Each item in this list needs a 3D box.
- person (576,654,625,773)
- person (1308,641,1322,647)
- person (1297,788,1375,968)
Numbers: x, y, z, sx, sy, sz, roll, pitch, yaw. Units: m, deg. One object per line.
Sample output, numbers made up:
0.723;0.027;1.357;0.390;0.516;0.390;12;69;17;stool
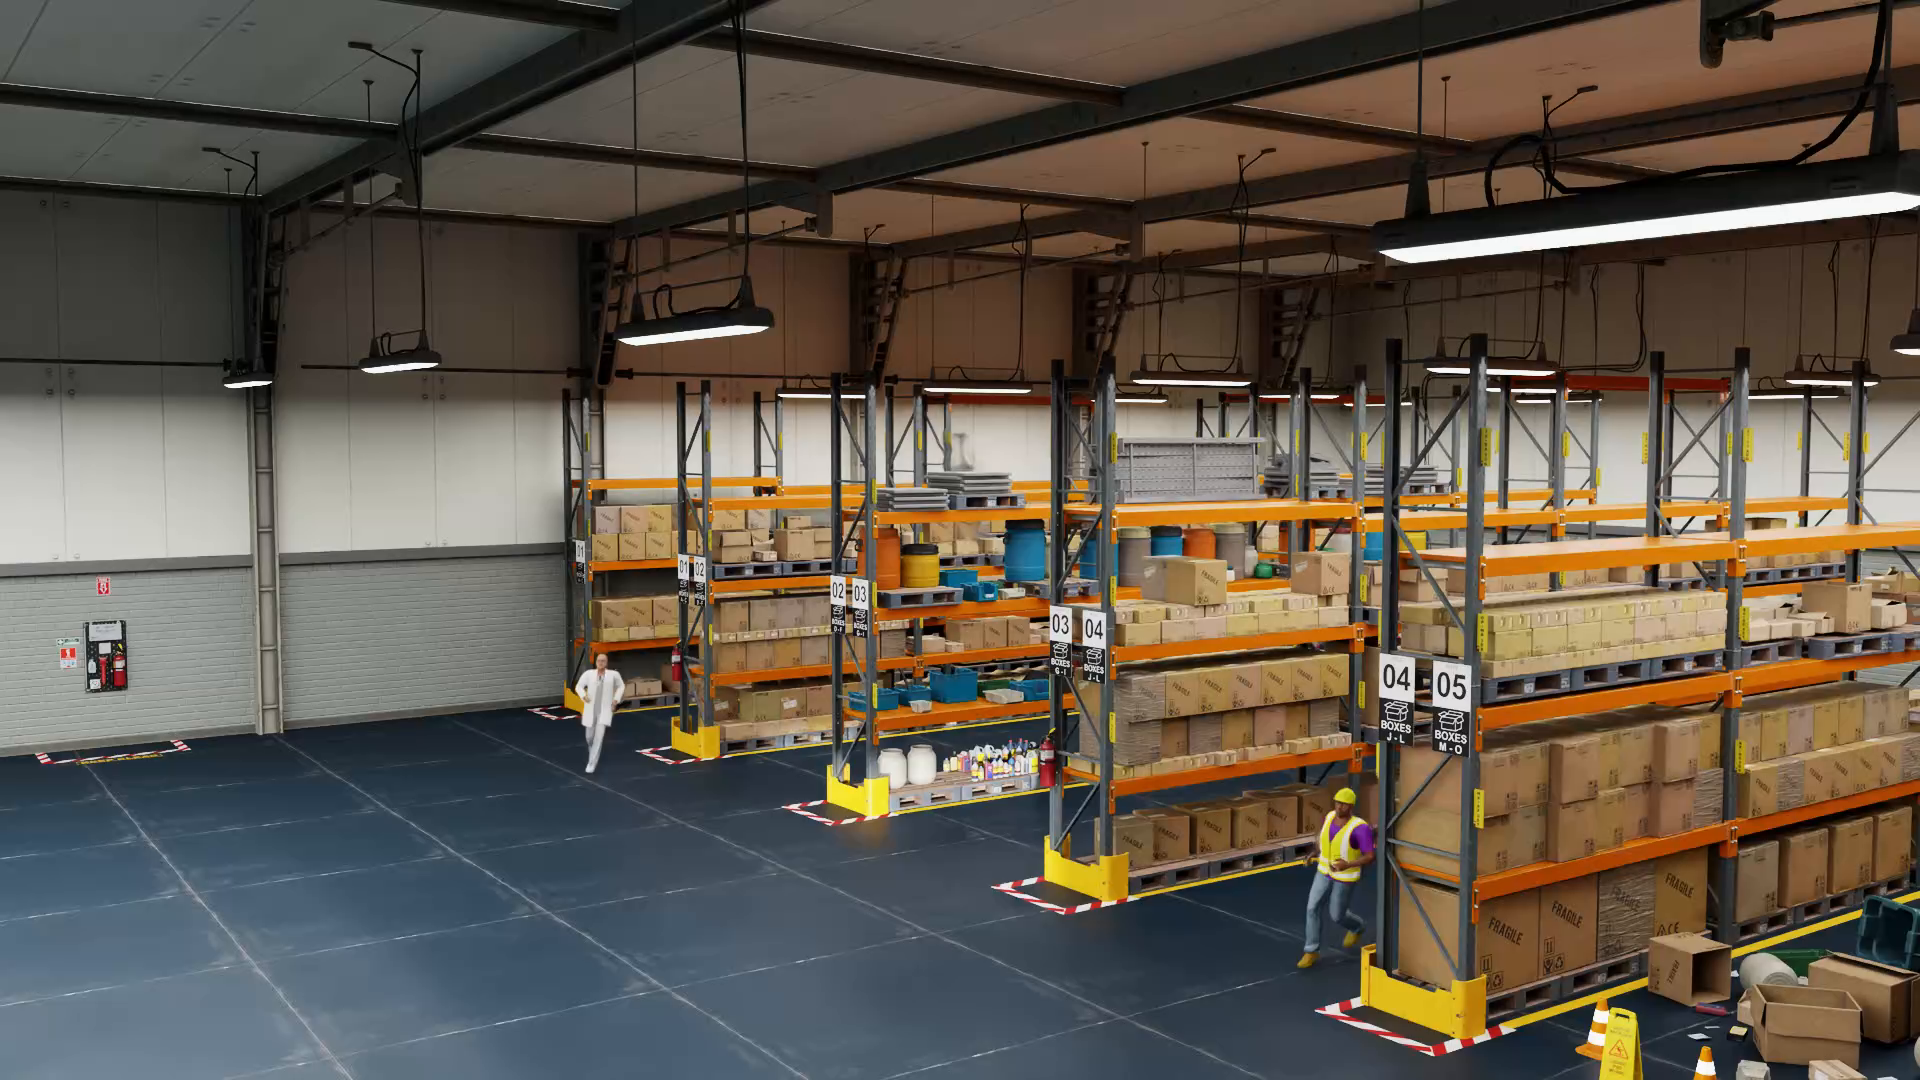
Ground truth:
-5.550;2.734;25.623;0.729;1.561;0.978;0;4;-2;person
6.955;2.310;32.082;0.611;1.628;0.766;4;5;44;person
3.716;3.271;16.193;0.877;1.765;0.736;-3;5;-40;person
